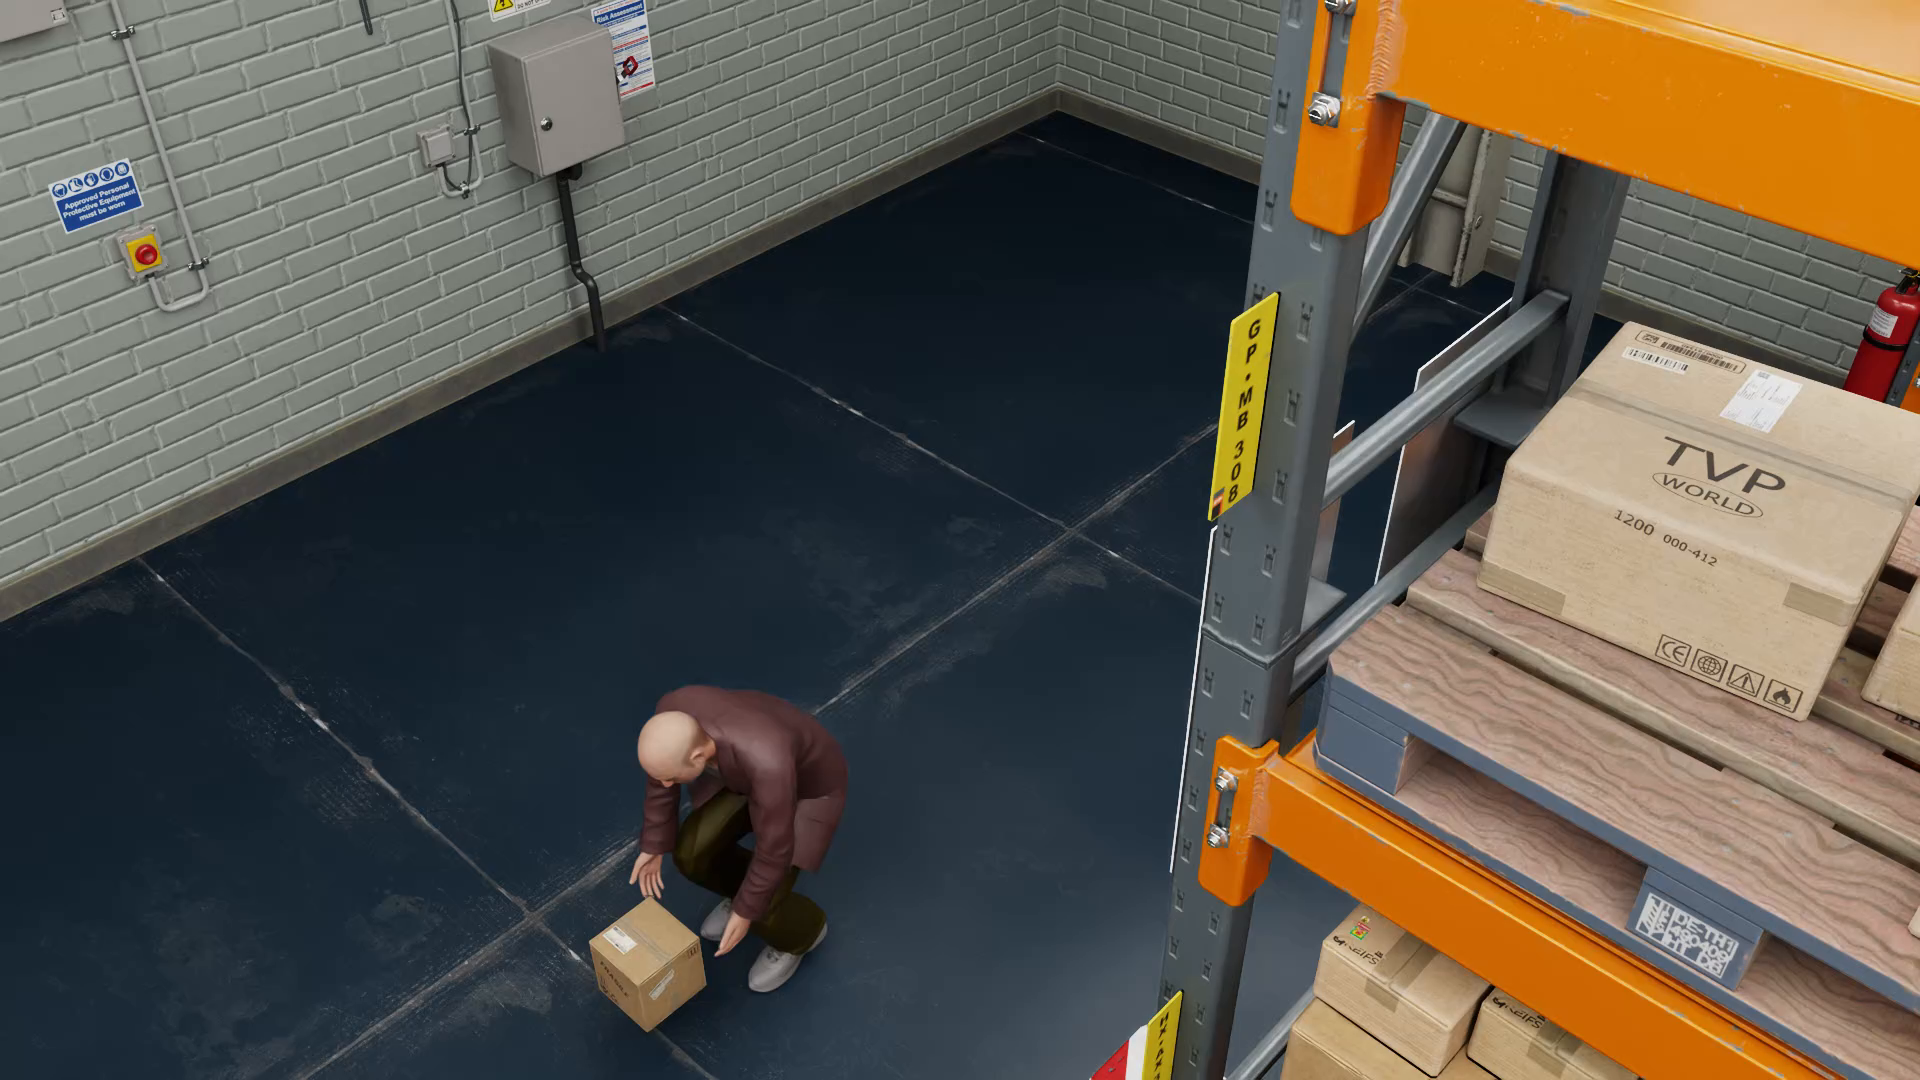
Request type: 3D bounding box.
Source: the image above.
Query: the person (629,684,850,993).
[{"bbox_3d":[-0.674,0.904,5.398,0.633,1.335,0.763,30,48,32],"label":"person"}]
